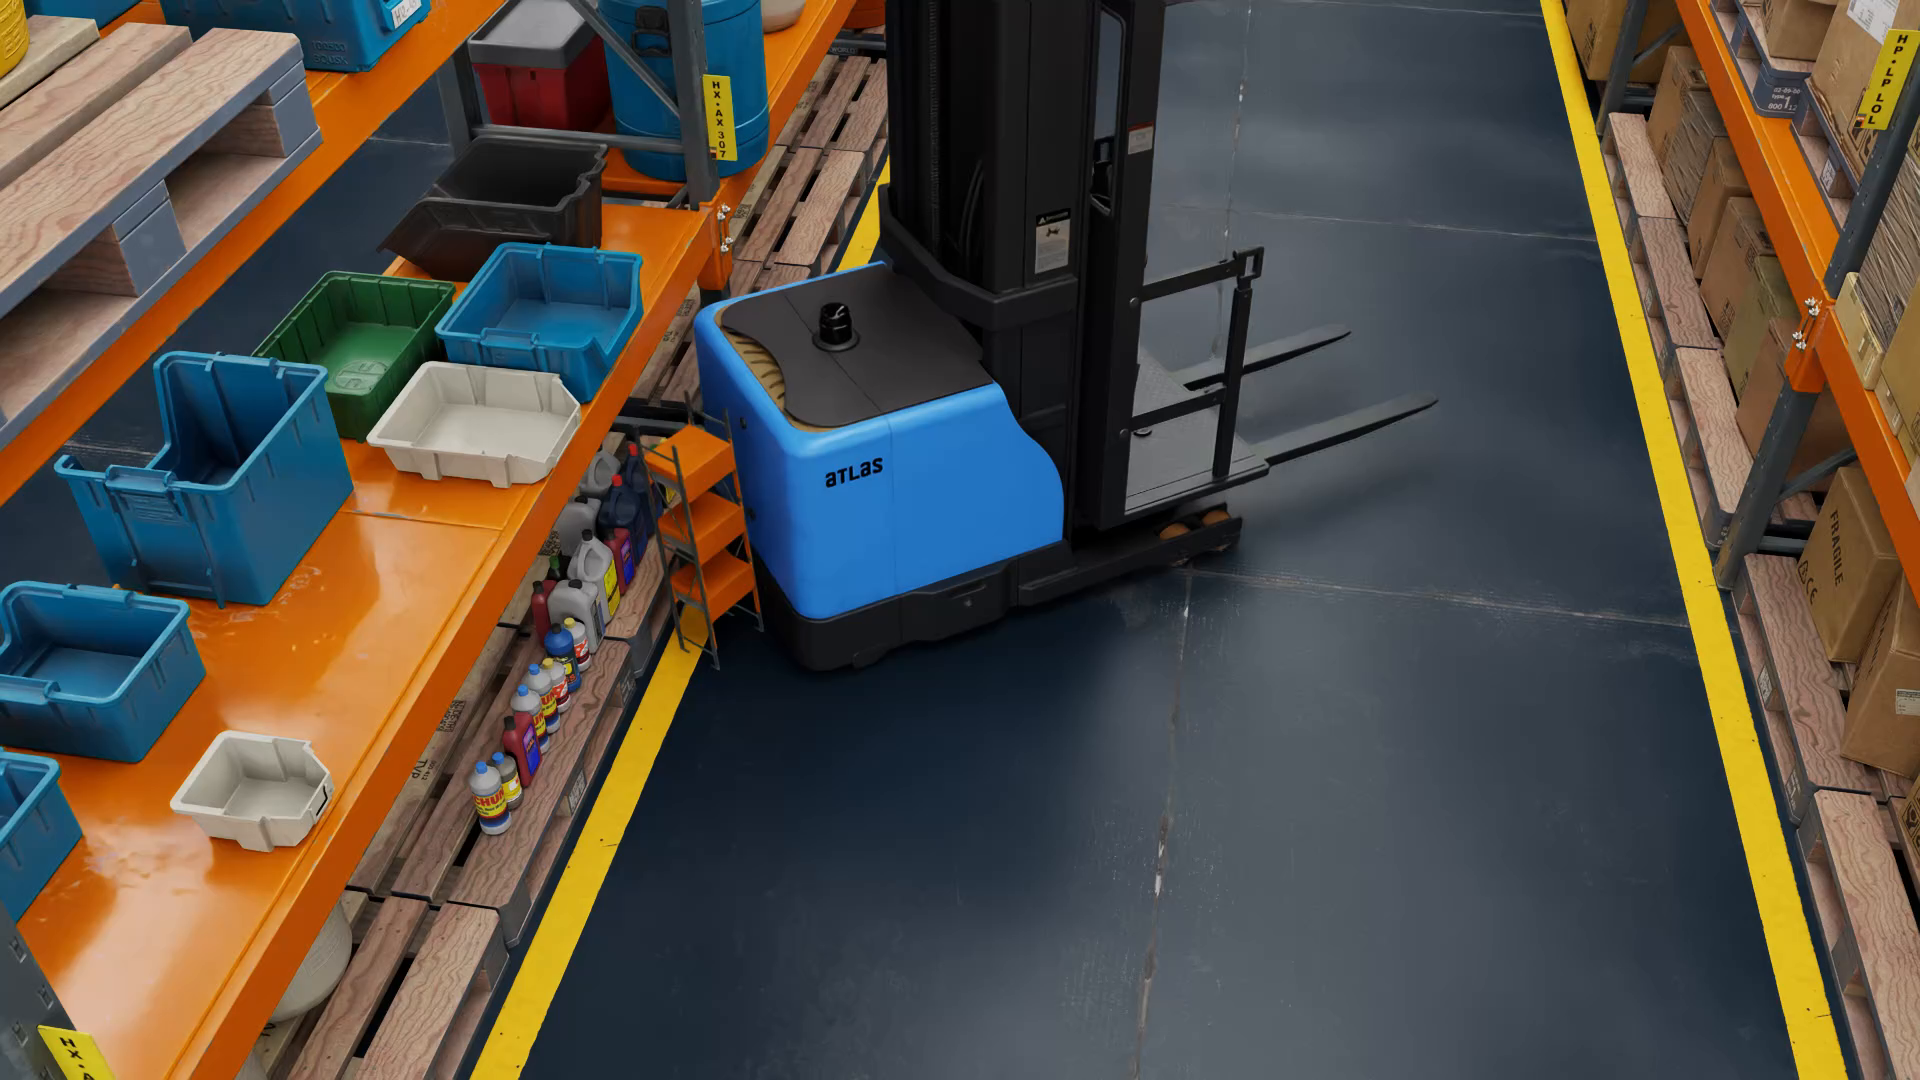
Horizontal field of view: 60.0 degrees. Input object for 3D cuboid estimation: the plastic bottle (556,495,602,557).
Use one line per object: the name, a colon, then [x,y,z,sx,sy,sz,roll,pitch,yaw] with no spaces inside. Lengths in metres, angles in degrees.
plastic bottle: [-1.420,-0.053,6.252,0.152,0.276,0.135,6,40,8]

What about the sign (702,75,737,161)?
sign: [-0.869,-1.528,6.027,0.100,0.325,0.005,6,40,8]

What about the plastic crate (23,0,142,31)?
plastic crate: [-2.068,-1.359,3.698,0.392,0.384,0.575,6,40,8]

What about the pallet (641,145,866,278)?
pallet: [-1.103,-1.679,8.616,1.003,0.211,1.213,6,40,8]

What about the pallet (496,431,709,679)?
pallet: [-1.566,0.003,6.581,1.003,0.211,1.213,6,40,8]

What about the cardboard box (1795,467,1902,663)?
cardboard box: [3.361,0.105,5.901,0.500,0.500,0.500,5,40,6]

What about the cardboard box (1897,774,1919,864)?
cardboard box: [3.239,0.864,4.983,0.500,0.500,0.500,3,40,4]

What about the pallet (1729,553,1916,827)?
pallet: [3.388,0.557,5.910,1.003,0.211,1.213,6,40,8]

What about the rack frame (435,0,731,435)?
rack frame: [-1.409,-1.489,6.197,1.000,3.000,0.127,6,40,8]

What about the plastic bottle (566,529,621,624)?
plastic bottle: [-1.326,0.121,5.983,0.144,0.351,0.185,6,40,7]

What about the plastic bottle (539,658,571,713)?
plastic bottle: [-1.387,0.487,5.658,0.097,0.201,0.097,0,40,0]

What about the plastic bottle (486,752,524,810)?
plastic bottle: [-1.463,0.762,5.325,0.097,0.201,0.097,0,40,0]

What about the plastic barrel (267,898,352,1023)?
plastic barrel: [-1.976,1.082,4.710,0.421,0.512,0.421,0,40,0]

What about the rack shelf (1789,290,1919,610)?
rack shelf: [3.123,0.590,4.247,1.077,0.370,4.000,6,40,8]

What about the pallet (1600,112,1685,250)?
pallet: [4.025,-1.888,8.868,1.003,0.211,1.213,6,40,8]

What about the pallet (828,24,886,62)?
pallet: [-0.622,-3.424,10.726,1.003,0.211,1.213,6,40,8]

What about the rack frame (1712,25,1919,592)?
rack frame: [3.469,-0.943,5.536,1.000,3.000,0.127,6,40,8]

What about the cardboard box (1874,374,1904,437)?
cardboard box: [3.064,-0.429,5.112,0.380,0.149,0.250,6,40,8]

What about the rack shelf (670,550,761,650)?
rack shelf: [-0.906,0.201,6.124,0.215,0.259,0.240,25,49,29]

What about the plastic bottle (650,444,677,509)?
plastic bottle: [-1.167,-0.273,6.513,0.061,0.283,0.133,8,40,10]

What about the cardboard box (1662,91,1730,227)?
cardboard box: [3.982,-1.887,8.295,0.700,0.500,0.500,3,40,4]

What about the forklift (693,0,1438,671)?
forklift: [0.556,-1.311,6.036,3.031,2.935,1.130,-18,43,-21]

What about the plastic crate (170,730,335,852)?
plastic crate: [-1.630,0.597,3.881,0.298,0.136,0.250,6,40,8]

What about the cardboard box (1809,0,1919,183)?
cardboard box: [3.745,-1.819,5.796,1.000,1.000,1.000,7,40,8]

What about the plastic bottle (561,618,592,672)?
plastic bottle: [-1.351,0.358,5.814,0.097,0.201,0.097,0,40,0]

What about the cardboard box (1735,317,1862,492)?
cardboard box: [3.597,-0.532,6.656,0.700,0.500,0.500,4,40,4]

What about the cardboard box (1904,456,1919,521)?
cardboard box: [2.946,-0.119,4.736,0.380,0.149,0.250,6,40,8]

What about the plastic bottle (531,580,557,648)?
plastic bottle: [-1.463,0.238,5.895,0.061,0.283,0.133,6,40,8]

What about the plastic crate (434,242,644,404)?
plastic crate: [-1.333,-0.707,5.368,0.499,0.251,0.616,6,40,8]

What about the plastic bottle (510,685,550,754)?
plastic bottle: [-1.421,0.585,5.485,0.097,0.271,0.097,0,40,0]

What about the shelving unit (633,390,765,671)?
shelving unit: [-0.919,-0.016,5.934,0.215,1.050,0.252,25,49,29]

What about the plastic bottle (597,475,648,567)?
plastic bottle: [-1.270,-0.081,6.228,0.144,0.351,0.185,5,40,5]

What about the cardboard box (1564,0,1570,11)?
cardboard box: [4.463,-3.786,10.313,1.225,0.875,0.875,7,40,8]

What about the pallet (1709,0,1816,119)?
pallet: [3.859,-2.132,7.126,1.003,0.211,1.213,6,40,8]

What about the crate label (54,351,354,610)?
crate label: [-2.049,-0.177,4.583,0.502,0.435,0.616,6,40,8]

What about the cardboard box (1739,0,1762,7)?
cardboard box: [3.645,-2.531,7.245,0.500,0.250,0.500,5,40,6]

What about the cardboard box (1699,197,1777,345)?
cardboard box: [3.794,-1.180,7.440,0.700,0.500,0.500,3,40,4]

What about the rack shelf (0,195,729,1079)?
rack shelf: [-1.755,0.043,4.908,1.077,0.370,4.000,6,40,8]

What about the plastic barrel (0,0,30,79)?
plastic barrel: [-2.029,-1.099,2.893,0.600,0.588,0.600,0,40,0]

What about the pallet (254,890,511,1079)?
pallet: [-1.989,1.534,4.729,1.003,0.211,1.213,6,40,8]

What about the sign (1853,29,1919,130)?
sign: [2.922,-1.448,5.239,0.100,0.325,0.005,6,40,8]

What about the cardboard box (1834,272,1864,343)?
cardboard box: [3.136,-0.744,5.493,0.380,0.149,0.250,6,40,8]

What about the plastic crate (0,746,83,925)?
plastic crate: [-2.309,0.732,3.628,0.499,0.251,0.616,6,40,8]

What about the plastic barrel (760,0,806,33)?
plastic barrel: [-0.901,-2.578,7.407,0.433,0.535,0.433,0,40,0]

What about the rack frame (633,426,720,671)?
rack frame: [-0.992,0.051,5.863,0.200,1.050,0.008,25,49,29]

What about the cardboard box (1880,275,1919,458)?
cardboard box: [3.209,-0.511,4.702,0.875,0.500,0.500,6,40,8]

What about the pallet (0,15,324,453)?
pallet: [-1.862,-0.570,2.880,1.003,0.211,1.213,6,40,8]
